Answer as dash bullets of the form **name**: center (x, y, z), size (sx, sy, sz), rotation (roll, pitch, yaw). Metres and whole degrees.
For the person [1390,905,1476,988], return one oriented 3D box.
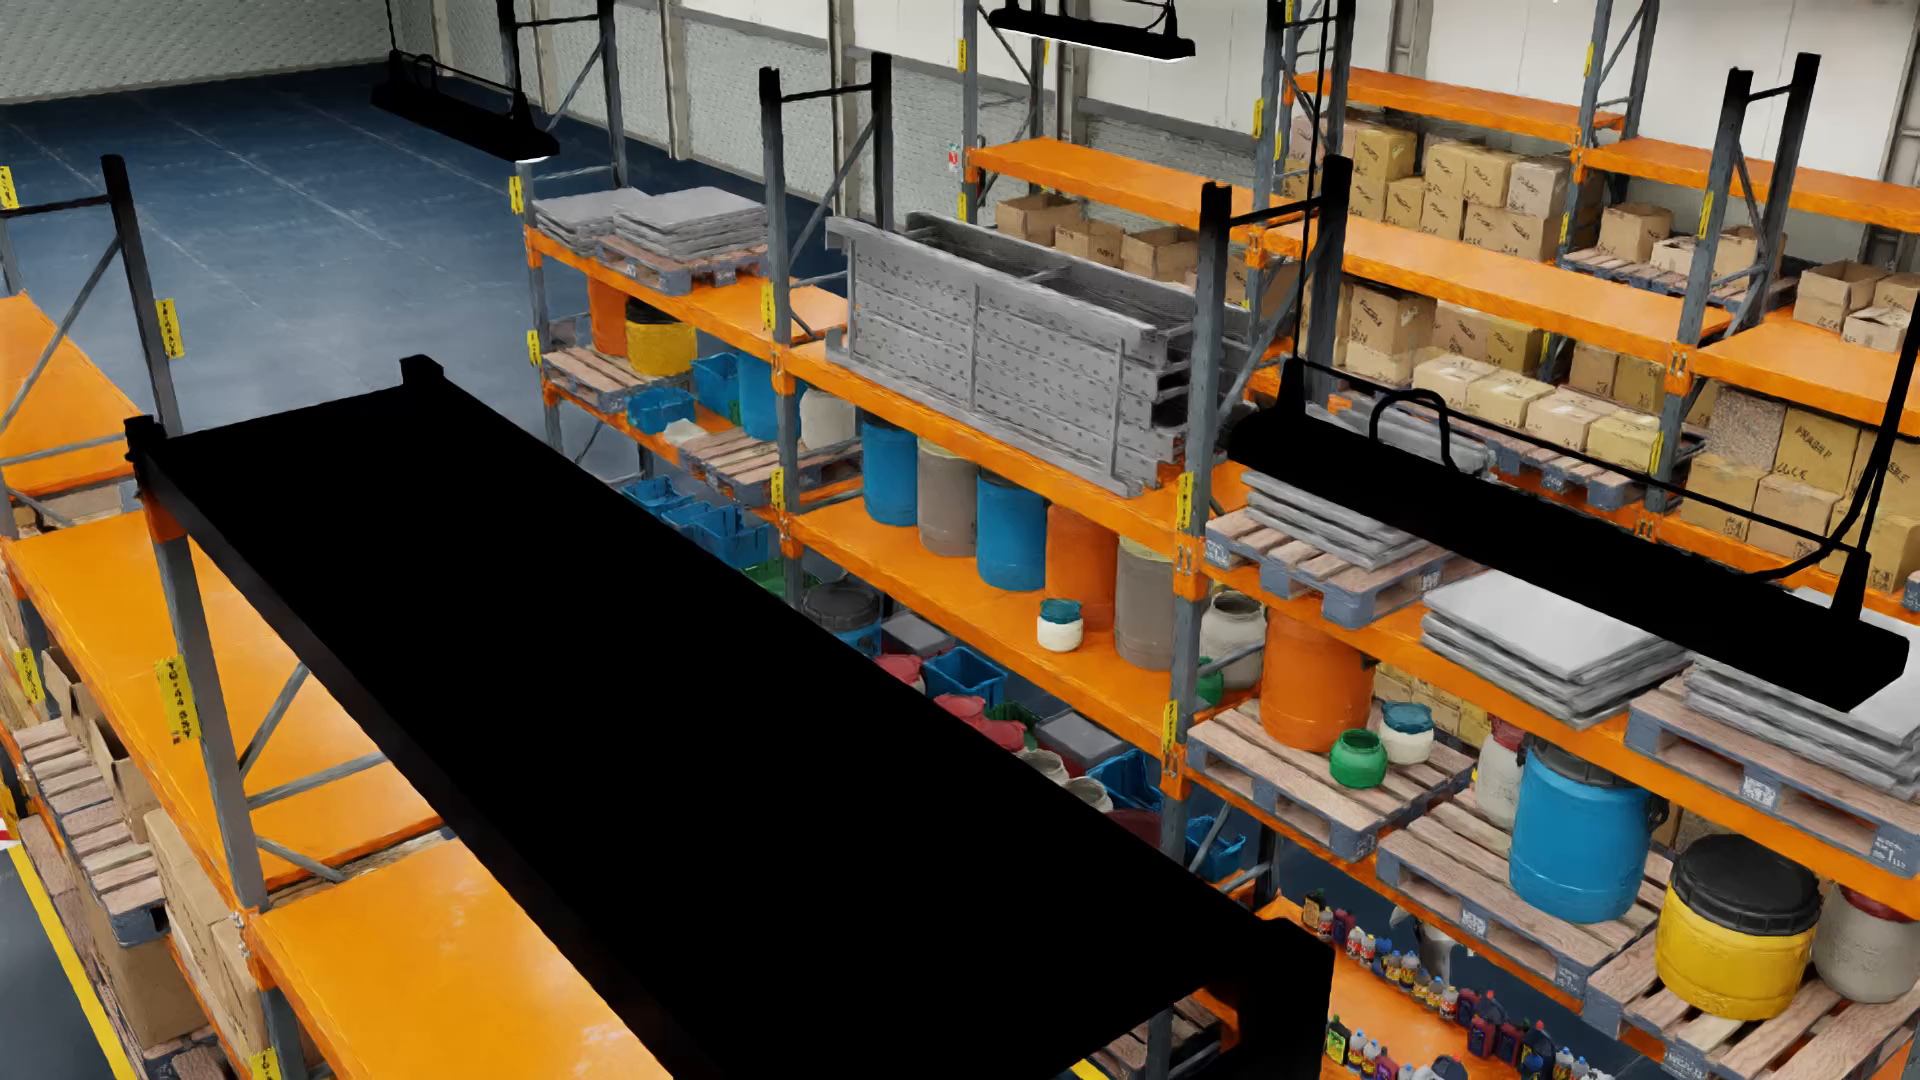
- **person**: center (3.148, 2.568, 11.068), size (0.482, 1.621, 0.989), rotation (-14, 29, -27)
